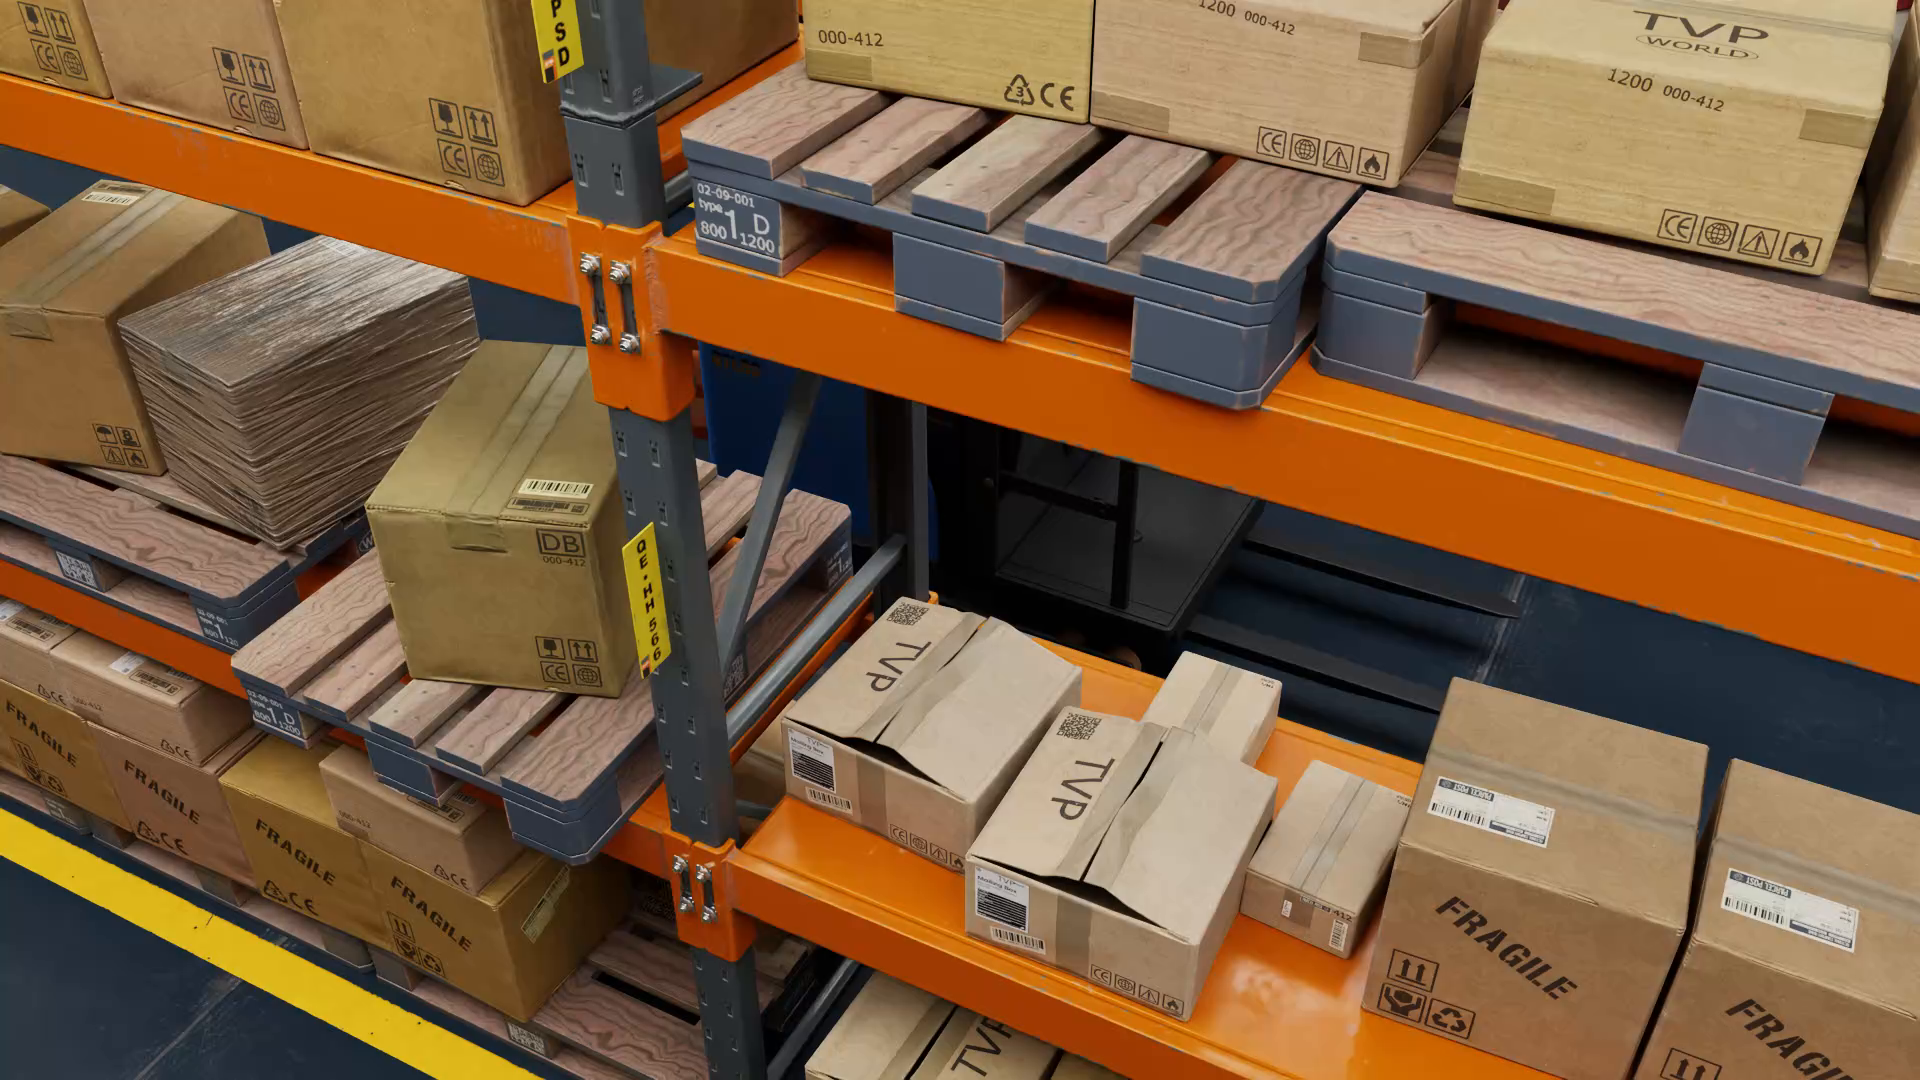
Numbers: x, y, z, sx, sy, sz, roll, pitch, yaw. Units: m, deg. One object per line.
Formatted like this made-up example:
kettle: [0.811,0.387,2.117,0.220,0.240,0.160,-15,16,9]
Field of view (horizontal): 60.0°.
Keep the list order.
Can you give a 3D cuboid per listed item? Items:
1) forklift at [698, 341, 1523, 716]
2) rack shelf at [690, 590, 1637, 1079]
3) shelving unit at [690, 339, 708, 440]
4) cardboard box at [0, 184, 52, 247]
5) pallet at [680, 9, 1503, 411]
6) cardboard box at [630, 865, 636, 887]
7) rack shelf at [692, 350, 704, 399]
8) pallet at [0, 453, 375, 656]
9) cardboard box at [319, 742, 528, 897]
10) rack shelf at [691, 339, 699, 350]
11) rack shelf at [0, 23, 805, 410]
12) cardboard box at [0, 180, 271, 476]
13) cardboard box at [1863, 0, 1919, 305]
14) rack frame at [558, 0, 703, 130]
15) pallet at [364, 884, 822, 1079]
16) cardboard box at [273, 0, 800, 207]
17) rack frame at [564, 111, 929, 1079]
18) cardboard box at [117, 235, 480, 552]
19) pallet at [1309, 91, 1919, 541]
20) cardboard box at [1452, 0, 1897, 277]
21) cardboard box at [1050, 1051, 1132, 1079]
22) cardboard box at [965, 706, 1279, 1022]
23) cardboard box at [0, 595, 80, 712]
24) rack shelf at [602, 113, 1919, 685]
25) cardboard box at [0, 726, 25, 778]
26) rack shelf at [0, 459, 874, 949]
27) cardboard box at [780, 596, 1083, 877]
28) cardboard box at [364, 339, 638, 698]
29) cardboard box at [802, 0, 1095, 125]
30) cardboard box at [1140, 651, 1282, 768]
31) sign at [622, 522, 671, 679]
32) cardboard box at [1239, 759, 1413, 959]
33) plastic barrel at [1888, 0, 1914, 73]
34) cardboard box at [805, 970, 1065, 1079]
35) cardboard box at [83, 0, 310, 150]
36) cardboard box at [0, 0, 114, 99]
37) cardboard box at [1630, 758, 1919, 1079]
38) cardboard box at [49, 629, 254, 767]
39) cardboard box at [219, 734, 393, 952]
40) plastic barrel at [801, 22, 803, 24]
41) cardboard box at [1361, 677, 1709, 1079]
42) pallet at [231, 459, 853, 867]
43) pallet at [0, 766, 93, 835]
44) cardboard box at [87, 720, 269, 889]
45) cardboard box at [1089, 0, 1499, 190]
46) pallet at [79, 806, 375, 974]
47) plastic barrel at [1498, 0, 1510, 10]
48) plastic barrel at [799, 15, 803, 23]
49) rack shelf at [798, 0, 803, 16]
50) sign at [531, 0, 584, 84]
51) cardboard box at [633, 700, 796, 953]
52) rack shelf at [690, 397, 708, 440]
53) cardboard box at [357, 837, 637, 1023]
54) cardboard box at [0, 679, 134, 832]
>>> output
forklift: [0.557,-0.989,5.629,3.031,2.935,1.130,18,41,22]
rack shelf: [1.414,1.098,3.418,4.000,0.370,1.077,17,41,21]
shelving unit: [-1.126,-0.709,6.692,0.503,1.200,0.258,10,38,13]
cardboard box: [-2.956,-0.655,4.702,0.500,0.500,0.700,24,43,28]
pallet: [0.282,-0.724,2.898,1.003,0.211,1.213,19,41,24]
cardboard box: [-1.102,0.653,5.112,0.500,0.500,0.500,16,40,20]
rack shelf: [-1.126,-0.656,6.733,0.480,0.148,0.258,10,38,13]
pallet: [-2.091,-0.207,4.700,1.213,0.211,1.003,17,41,21]
cardboard box: [-1.352,0.630,4.523,0.500,0.250,0.500,19,41,23]
rack shelf: [-1.126,-0.834,6.598,0.480,0.148,0.258,10,38,13]
rack shelf: [-2.138,-1.209,3.976,4.000,0.370,1.077,17,41,21]
cardboard box: [-2.316,-0.606,4.637,0.500,0.500,0.700,8,38,10]
cardboard box: [1.521,-0.499,2.223,0.500,0.250,0.500,14,39,18]
rack frame: [-0.362,-2.134,2.119,0.127,3.000,1.000,17,41,21]
pallet: [-1.007,1.138,5.076,1.213,0.211,1.003,17,41,21]
cardboard box: [-0.764,-1.083,3.132,0.500,0.500,0.910,17,41,21]
rack frame: [-0.362,0.255,3.933,0.127,3.000,1.000,17,41,21]
cardboard box: [-1.697,-0.423,4.397,0.500,0.500,0.700,26,44,30]
pallet: [1.277,-0.414,2.490,1.213,0.211,1.003,19,41,24]
cardboard box: [1.044,-0.650,2.421,0.500,0.250,0.500,17,40,21]
cardboard box: [0.439,1.405,3.882,0.500,0.311,0.500,16,40,20]
cardboard box: [0.344,0.643,3.495,0.500,0.311,0.500,17,40,21]
cardboard box: [-2.708,0.208,5.078,0.500,0.250,0.500,17,41,22]
rack shelf: [1.414,-0.097,2.511,4.000,0.370,1.077,17,41,21]
cardboard box: [-3.117,0.371,5.484,0.500,0.500,0.500,18,41,22]
rack shelf: [-2.138,-0.014,4.883,4.000,0.370,1.077,17,41,21]
cardboard box: [-0.059,0.415,3.796,0.500,0.311,0.500,20,42,24]
cardboard box: [-0.973,-0.066,3.927,0.500,0.500,0.700,5,37,6]
cardboard box: [0.067,-0.951,2.818,0.500,0.250,0.500,14,40,18]
cardboard box: [0.564,0.457,3.875,0.250,0.149,0.380,17,41,21]
sign: [-0.603,0.120,3.219,0.005,0.325,0.100,17,41,21]
cardboard box: [0.797,0.680,3.581,0.250,0.149,0.380,20,42,25]
plastic barrel: [3.687,-2.053,6.861,0.433,0.535,0.433,0,37,0]
cardboard box: [-0.032,1.263,4.068,0.500,0.311,0.500,19,41,23]
cardboard box: [-1.217,-1.224,3.318,0.500,0.500,0.910,17,41,21]
cardboard box: [-1.679,-1.369,3.509,0.500,0.500,0.910,17,41,21]
cardboard box: [1.603,0.820,3.107,0.500,0.500,0.500,17,41,22]
cardboard box: [-2.262,0.347,4.895,0.500,0.250,0.500,17,40,21]
cardboard box: [-1.759,0.798,4.922,0.500,0.500,0.500,16,40,20]
plastic barrel: [-0.528,-2.489,8.937,0.708,0.901,0.600,17,41,21]
cardboard box: [1.136,0.673,3.299,0.500,0.500,0.500,15,40,19]
pallet: [-0.996,0.181,4.189,1.003,0.211,1.213,17,41,21]
pallet: [-3.174,0.460,5.970,1.213,0.211,1.003,17,41,21]
cardboard box: [-2.228,0.655,5.110,0.500,0.500,0.500,16,40,20]
cardboard box: [0.541,-0.815,2.639,0.500,0.250,0.500,18,41,23]
pallet: [-2.086,0.798,5.524,1.213,0.211,1.003,17,41,21]
plastic barrel: [2.471,-2.491,7.438,0.708,0.536,0.600,17,41,21]
plastic barrel: [-1.157,-2.686,9.196,0.708,0.901,0.600,17,41,21]
rack shelf: [0.144,-2.673,8.385,4.000,0.370,1.077,17,41,21]
sign: [-0.613,-0.855,2.487,0.005,0.325,0.100,17,41,21]
cardboard box: [-0.634,0.796,4.924,0.500,0.500,0.500,19,41,23]
rack shelf: [-1.126,-0.498,6.853,0.480,0.148,0.258,10,38,13]
cardboard box: [-1.300,0.942,4.732,0.500,0.500,0.500,19,41,23]
cardboard box: [-2.677,0.514,5.295,0.500,0.500,0.500,18,41,22]
